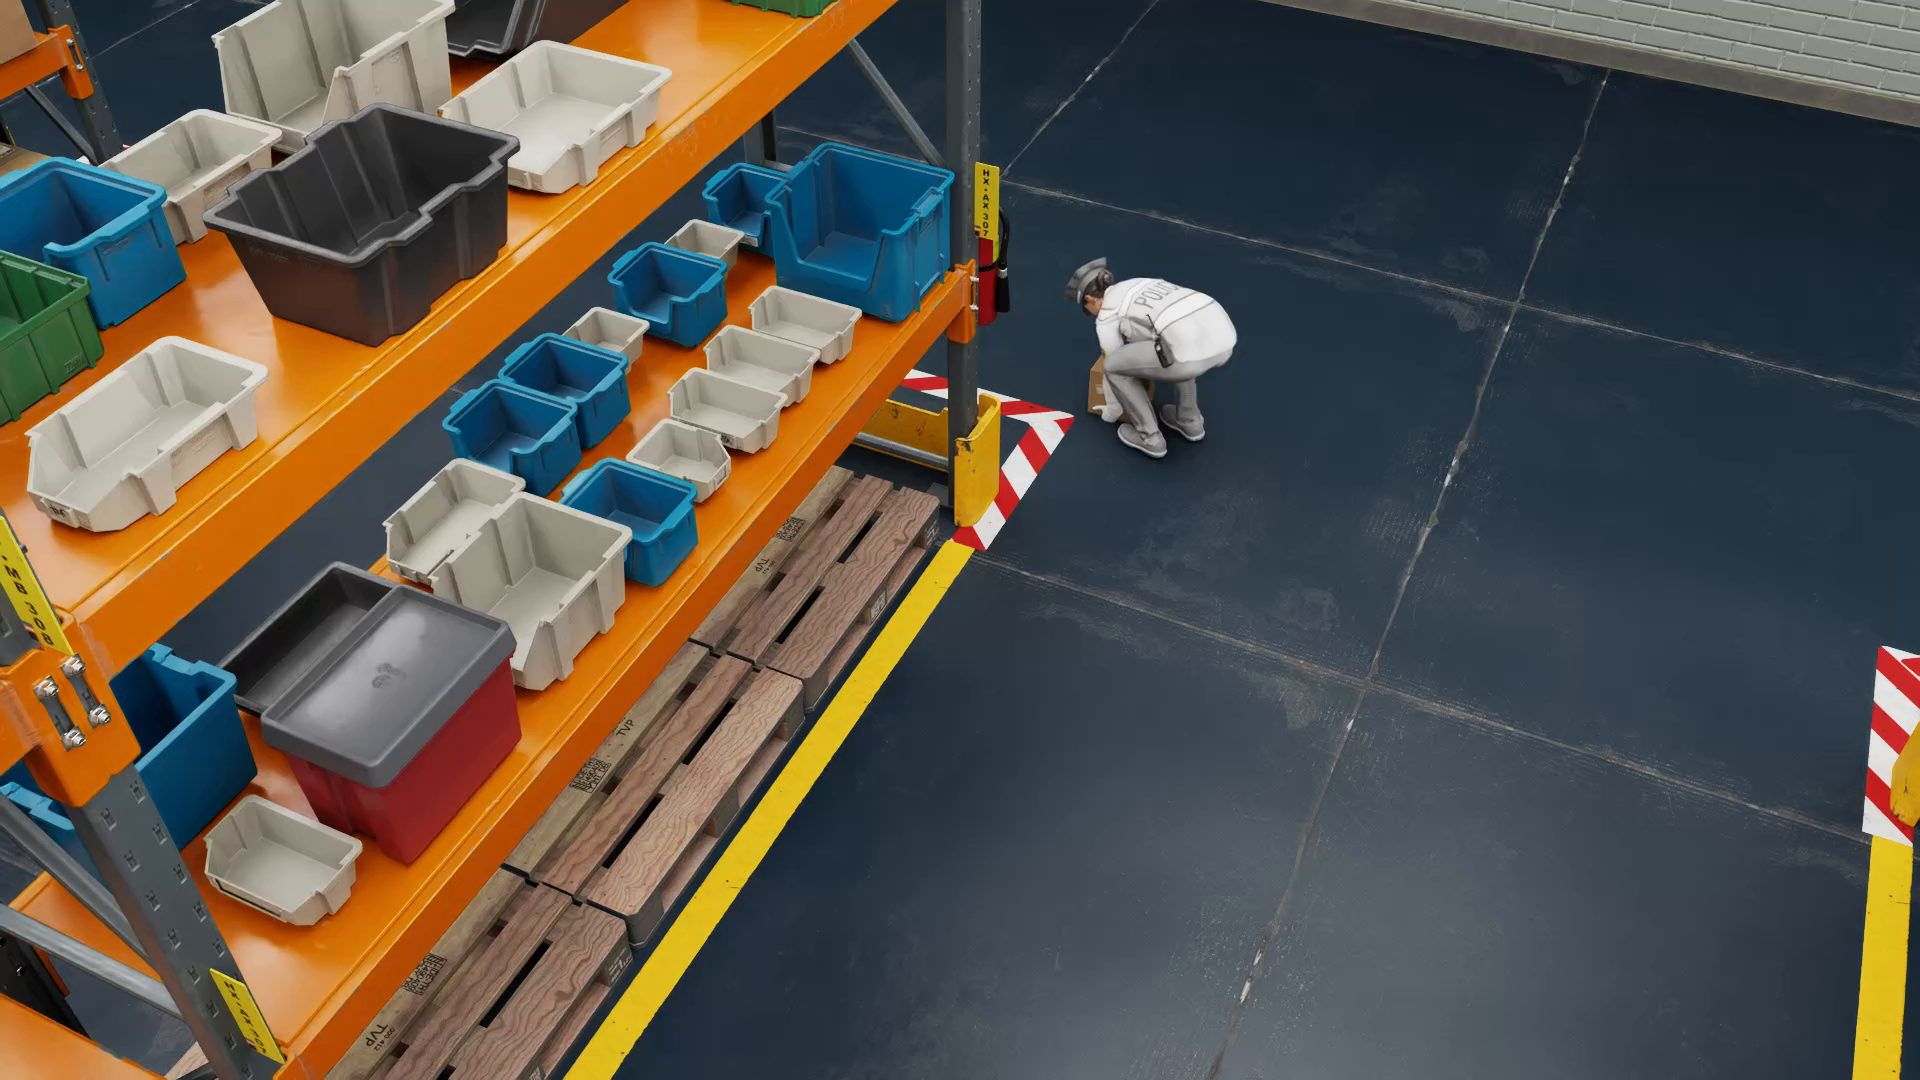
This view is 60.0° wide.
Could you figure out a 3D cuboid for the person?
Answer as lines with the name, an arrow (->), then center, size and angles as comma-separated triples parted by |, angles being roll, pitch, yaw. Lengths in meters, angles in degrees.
person -> 0.866, -0.869, 7.773 | 0.467, 0.812, 0.902 | -27, 49, -26
